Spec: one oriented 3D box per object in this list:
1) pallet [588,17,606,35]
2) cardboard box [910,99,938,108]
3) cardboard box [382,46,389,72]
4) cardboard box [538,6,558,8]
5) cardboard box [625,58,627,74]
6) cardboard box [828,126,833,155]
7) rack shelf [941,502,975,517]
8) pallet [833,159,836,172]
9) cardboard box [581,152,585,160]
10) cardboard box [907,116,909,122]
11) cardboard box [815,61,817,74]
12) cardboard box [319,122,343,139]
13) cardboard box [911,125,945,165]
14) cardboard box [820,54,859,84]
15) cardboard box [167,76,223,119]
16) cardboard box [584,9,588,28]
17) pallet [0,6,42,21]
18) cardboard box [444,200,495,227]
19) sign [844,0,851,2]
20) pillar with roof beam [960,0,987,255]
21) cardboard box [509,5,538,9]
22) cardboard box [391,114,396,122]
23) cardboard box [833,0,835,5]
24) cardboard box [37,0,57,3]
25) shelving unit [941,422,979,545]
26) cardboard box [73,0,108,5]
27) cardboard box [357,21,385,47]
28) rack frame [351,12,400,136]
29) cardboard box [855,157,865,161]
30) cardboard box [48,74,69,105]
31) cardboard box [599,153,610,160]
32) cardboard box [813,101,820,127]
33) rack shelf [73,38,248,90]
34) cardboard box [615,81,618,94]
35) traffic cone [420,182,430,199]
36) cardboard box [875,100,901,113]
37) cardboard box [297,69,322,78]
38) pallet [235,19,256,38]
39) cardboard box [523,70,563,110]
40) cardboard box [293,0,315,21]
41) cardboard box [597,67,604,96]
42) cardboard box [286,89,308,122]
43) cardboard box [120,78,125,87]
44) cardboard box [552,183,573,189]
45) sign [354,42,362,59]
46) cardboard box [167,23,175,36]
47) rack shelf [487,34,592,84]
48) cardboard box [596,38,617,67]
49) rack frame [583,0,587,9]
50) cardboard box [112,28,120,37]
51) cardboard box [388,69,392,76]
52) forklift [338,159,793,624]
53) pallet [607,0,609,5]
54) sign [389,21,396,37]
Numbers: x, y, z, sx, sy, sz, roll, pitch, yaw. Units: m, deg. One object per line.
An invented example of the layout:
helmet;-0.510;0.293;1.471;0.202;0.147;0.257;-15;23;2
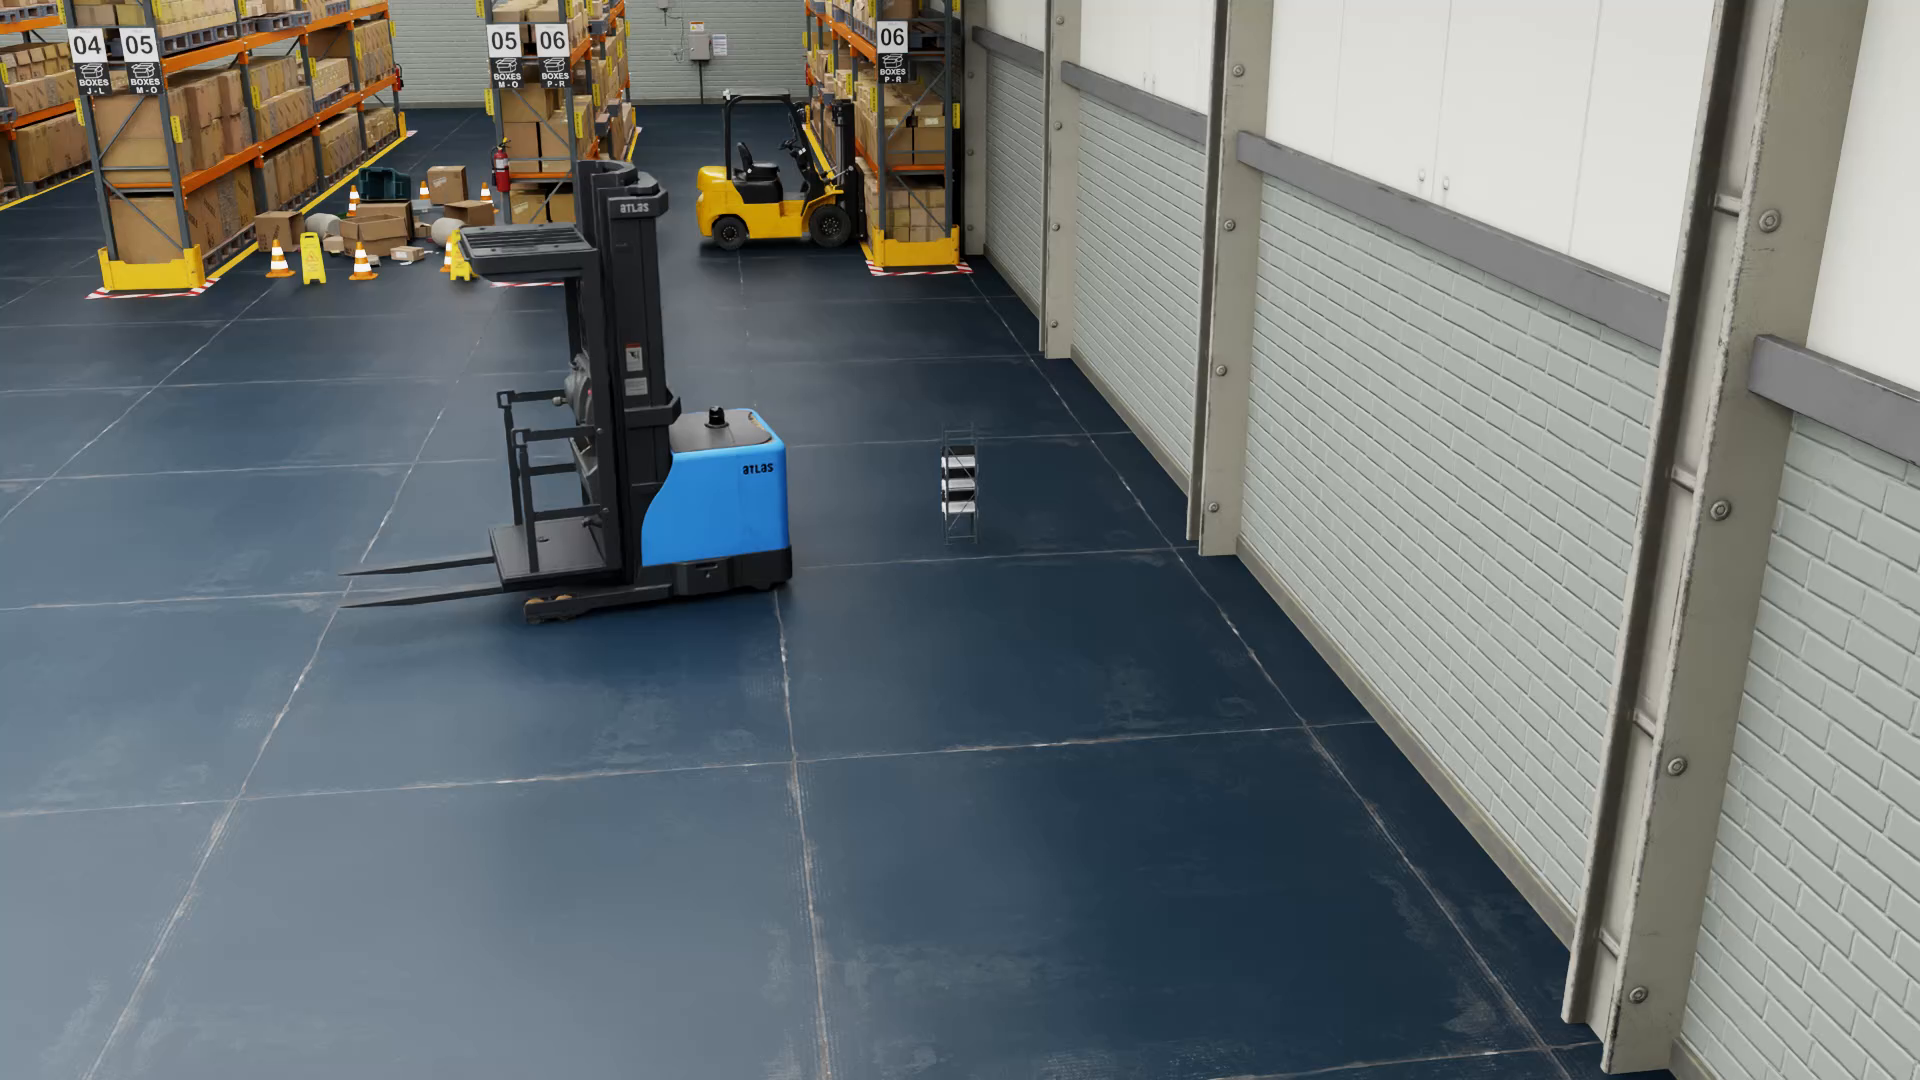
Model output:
pallet;-6.077;-7.900;25.562;1.213;0.211;1.003;-3;21;-8
cardboard box;-0.499;-6.031;23.080;0.380;0.149;0.250;-3;21;-7
cardboard box;-12.318;-10.099;34.900;0.500;0.500;0.500;-3;21;-9
cardboard box;-5.486;-7.121;22.427;0.380;0.149;0.250;-3;21;-8
cardboard box;-7.434;-10.237;35.695;0.500;0.500;0.500;-3;21;-9
cardboard box;-2.265;-7.695;32.005;0.500;0.500;0.500;-4;21;-10
rack shelf;-0.001;-0.225;12.641;0.258;0.077;0.200;-3;21;-8
pallet;-1.829;-6.954;31.034;1.003;0.211;1.213;-3;21;-8
cardboard box;-5.360;-5.262;22.877;0.380;0.149;0.250;-3;21;-7
cardboard box;-0.526;-5.882;23.108;0.380;0.149;0.250;-3;21;-9
cardboard box;-2.737;-9.791;34.433;0.500;0.250;0.500;-3;21;-8
cardboard box;-11.545;-7.440;30.249;0.500;0.250;0.500;-3;21;-7
cardboard box;-0.402;-5.463;22.912;0.500;0.500;0.500;-2;21;-6
cardboard box;-2.299;-8.999;31.780;0.700;0.500;0.500;-3;21;-8
cardboard box;-10.822;-6.147;23.130;0.875;0.550;0.550;-3;21;-8
cardboard box;-5.763;-7.698;24.542;0.500;0.250;0.500;-3;21;-8
pallet;-16.786;-9.173;28.972;1.003;0.211;1.213;-2;21;-5
cardboard box;-7.285;-4.754;24.727;0.500;0.500;0.500;12;24;29
sign;-1.718;-8.379;25.389;0.100;0.325;0.005;-3;21;-8
pillar with roof beam;-4.074;-8.110;21.569;9.100;9.000;0.400;-3;21;-8
cardboard box;-5.937;-7.188;22.607;0.380;0.149;0.250;-4;21;-9
cardboard box;-12.348;-9.066;35.752;0.380;0.149;0.250;-3;21;-9
cardboard box;-2.009;-9.404;28.910;0.380;0.166;0.250;-3;21;-8
cardboard box;-16.960;-10.082;30.393;0.700;0.500;0.500;-2;21;-6
shelving unit;-0.001;-0.424;12.566;0.258;0.900;0.210;-3;21;-8
cardboard box;-10.785;-6.698;20.552;0.380;0.149;0.250;-3;21;-7
cardboard box;-12.322;-10.567;34.725;0.500;0.500;0.500;-4;21;-10
rack frame;-12.707;-10.234;35.829;1.000;3.000;0.127;-3;21;-8
cardboard box;-1.423;-5.809;25.883;0.500;0.250;0.500;-3;21;-9
cardboard box;-16.569;-8.180;30.188;0.500;0.500;0.500;-3;21;-8
cardboard box;-6.598;-6.518;29.037;0.950;0.372;0.625;-4;21;-11
cardboard box;-2.833;-9.281;36.252;0.700;0.500;0.500;-2;21;-6
rack shelf;-10.689;-6.455;22.452;1.077;0.370;4.000;-3;21;-8
cardboard box;-6.860;-8.744;32.056;0.500;0.250;0.500;-3;21;-9
traffic cone;-8.689;-5.584;27.006;0.336;0.463;0.334;-3;21;-8
cardboard box;-0.996;-6.007;23.017;0.380;0.149;0.250;-2;21;-7
cardboard box;-11.539;-8.261;29.457;0.380;0.149;0.250;-4;21;-10
pallet;-11.158;-7.710;25.057;0.805;0.209;1.217;-4;21;-10
cardboard box;-5.982;-6.326;23.369;0.700;0.500;0.500;-3;21;-8
cardboard box;-11.373;-9.127;28.436;0.500;0.500;0.500;-3;21;-8
cardboard box;-6.092;-7.446;27.197;0.500;0.500;0.500;-4;21;-10
cardboard box;-11.153;-7.196;27.552;0.500;0.500;0.500;-3;21;-8
cardboard box;-16.993;-9.175;33.353;0.380;0.149;0.250;-4;21;-9
cardboard box;-5.443;-4.721;23.327;0.500;0.500;0.500;-4;21;-10
sign;-11.582;-9.421;31.997;0.100;0.325;0.005;-3;21;-8
cardboard box;-10.170;-6.448;21.023;0.380;0.149;0.250;-3;21;-7
rack shelf;-5.805;-6.739;23.215;1.077;0.370;4.000;-3;21;-8
cardboard box;-6.852;-9.328;31.832;0.500;0.500;0.500;-3;21;-7
rack frame;-6.093;-9.174;24.418;1.000;3.000;0.127;-3;21;-8
cardboard box;-10.819;-6.411;20.922;0.380;0.149;0.250;-3;21;-7
cardboard box;-12.380;-10.018;35.609;0.380;0.149;0.250;-3;21;-8
forklift;-2.763;-1.017;11.250;3.031;2.935;1.130;-7;22;-19
pallet;-7.066;-10.134;31.549;0.805;0.209;1.217;-4;21;-10
sign;-12.155;-10.945;35.628;0.100;0.325;0.005;-3;21;-8
